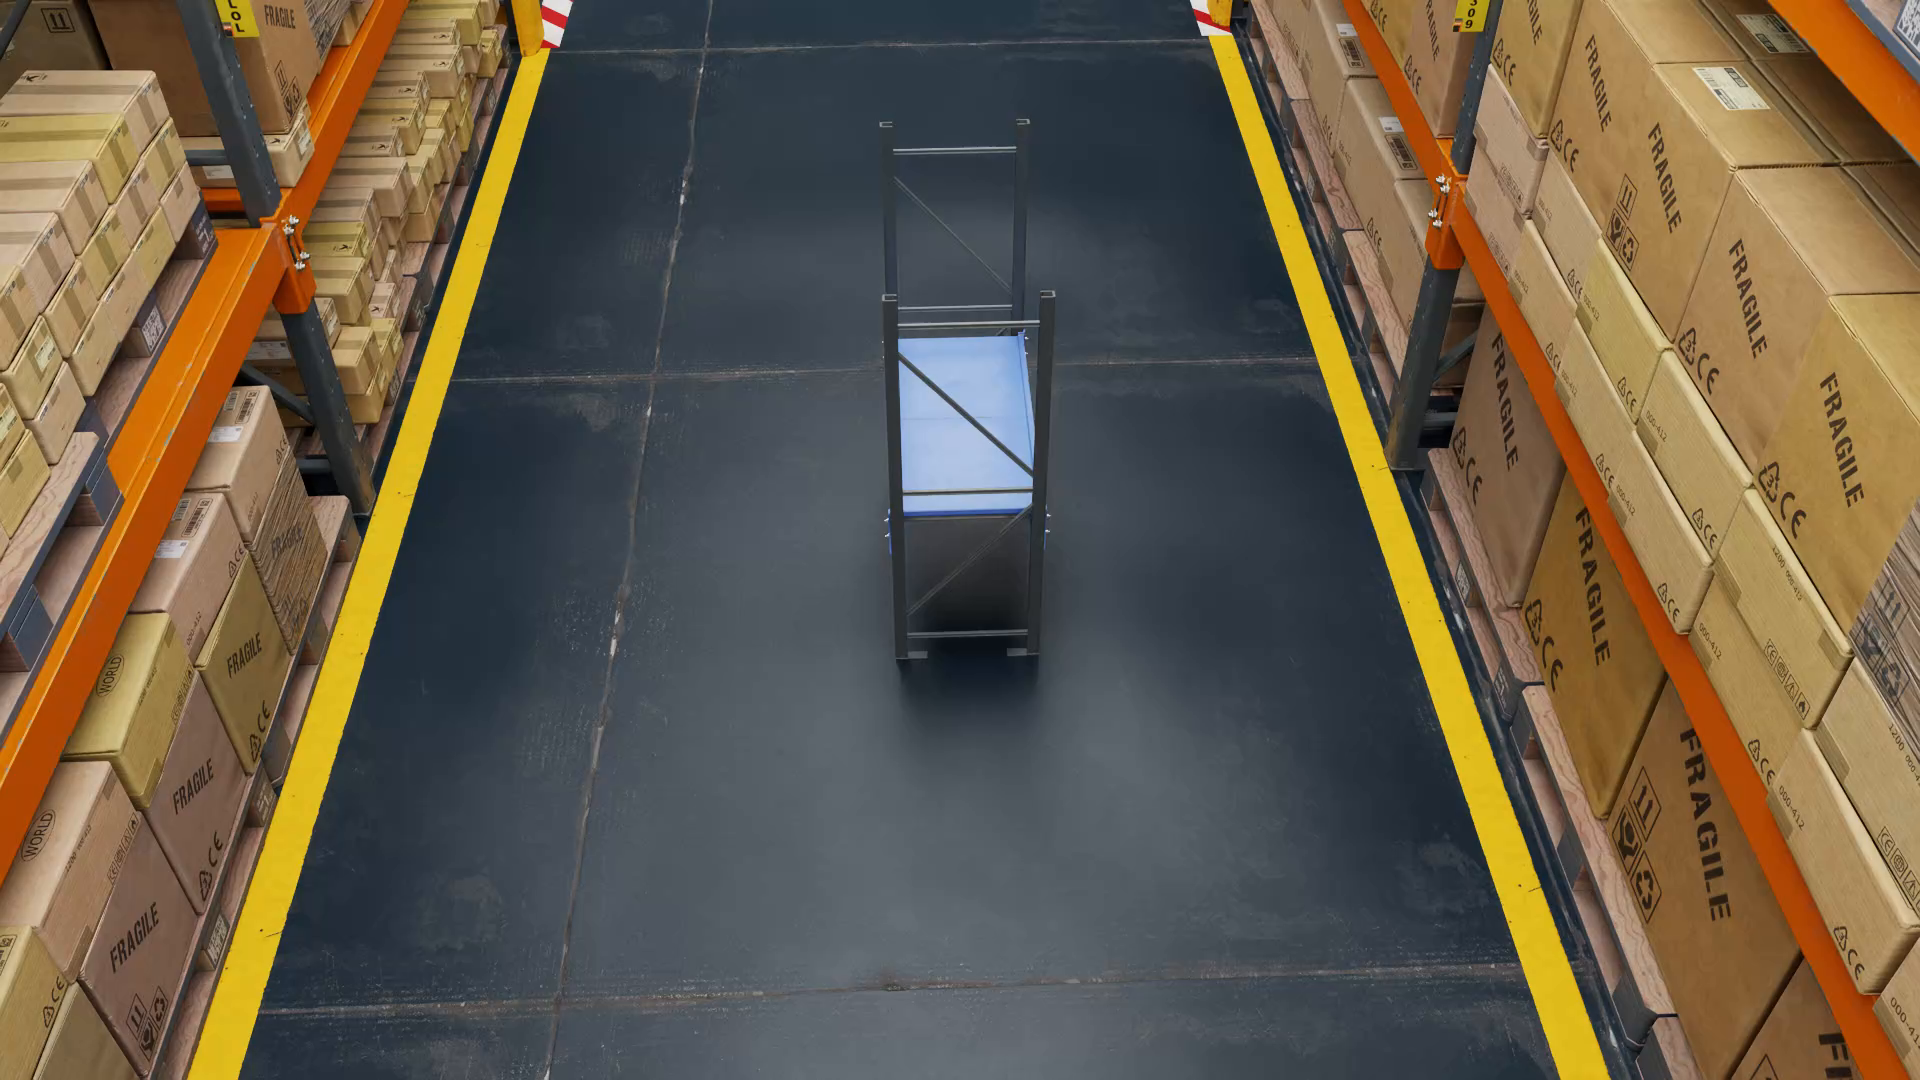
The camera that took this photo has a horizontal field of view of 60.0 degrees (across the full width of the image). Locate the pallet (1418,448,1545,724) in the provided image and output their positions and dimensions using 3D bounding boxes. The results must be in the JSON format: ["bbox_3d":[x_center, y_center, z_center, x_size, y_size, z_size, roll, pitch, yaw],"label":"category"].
[{"bbox_3d":[2.298,0.118,5.965,1.003,0.211,1.213,-2,43,-2],"label":"pallet"}]

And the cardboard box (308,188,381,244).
[{"bbox_3d":[-2.606,-1.312,6.820,0.380,0.149,0.250,-3,43,-3],"label":"cardboard box"}]

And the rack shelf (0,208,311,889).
[{"bbox_3d":[-2.667,0.397,4.129,1.077,0.370,4.000,-2,43,-2],"label":"rack shelf"}]

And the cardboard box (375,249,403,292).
[{"bbox_3d":[-2.581,-1.093,7.021,0.380,0.149,0.250,-2,43,-3],"label":"cardboard box"}]

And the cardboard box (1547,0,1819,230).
[{"bbox_3d":[1.970,-1.186,4.510,0.500,0.500,0.500,-2,43,-2],"label":"cardboard box"}]

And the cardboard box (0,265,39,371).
[{"bbox_3d":[-2.500,-0.535,4.049,0.380,0.149,0.250,-3,43,-3],"label":"cardboard box"}]

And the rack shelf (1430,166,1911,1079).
[{"bbox_3d":[2.275,0.187,4.358,1.077,0.370,4.000,-2,43,-2],"label":"rack shelf"}]

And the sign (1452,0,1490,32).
[{"bbox_3d":[1.635,-1.760,5.250,0.100,0.325,0.005,-2,43,-2],"label":"sign"}]

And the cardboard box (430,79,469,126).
[{"bbox_3d":[-2.555,-2.084,7.882,0.380,0.149,0.250,-1,43,-1],"label":"cardboard box"}]

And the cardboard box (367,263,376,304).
[{"bbox_3d":[-2.594,-1.017,6.719,0.380,0.149,0.250,-2,43,-2],"label":"cardboard box"}]

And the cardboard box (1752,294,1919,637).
[{"bbox_3d":[2.032,-0.156,3.387,0.500,0.500,0.500,-2,43,-2],"label":"cardboard box"}]

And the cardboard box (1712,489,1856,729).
[{"bbox_3d":[2.017,0.132,3.627,0.500,0.250,0.500,-3,43,-3],"label":"cardboard box"}]

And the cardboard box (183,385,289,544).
[{"bbox_3d":[-2.467,-0.232,5.268,0.500,0.250,0.500,-3,43,-3],"label":"cardboard box"}]

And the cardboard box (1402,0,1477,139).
[{"bbox_3d":[1.915,-1.771,5.888,0.500,0.500,0.500,-1,43,-1],"label":"cardboard box"}]

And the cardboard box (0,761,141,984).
[{"bbox_3d":[-2.399,0.823,4.116,0.500,0.250,0.500,-1,43,-1],"label":"cardboard box"}]

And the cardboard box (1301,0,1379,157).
[{"bbox_3d":[2.195,-2.279,8.101,0.875,0.438,0.875,-1,43,-1],"label":"cardboard box"}]

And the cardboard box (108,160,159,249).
[{"bbox_3d":[-2.525,-0.949,4.720,0.380,0.149,0.250,-1,43,-2],"label":"cardboard box"}]

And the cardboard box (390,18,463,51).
[{"bbox_3d":[-2.607,-2.372,7.977,0.380,0.149,0.250,-3,43,-4],"label":"cardboard box"}]

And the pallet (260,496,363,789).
[{"bbox_3d":[-2.717,0.336,5.728,1.003,0.211,1.213,-2,43,-2],"label":"pallet"}]

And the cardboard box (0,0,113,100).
[{"bbox_3d":[-3.054,-1.683,5.572,0.500,0.500,0.500,-2,43,-2],"label":"cardboard box"}]

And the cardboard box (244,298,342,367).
[{"bbox_3d":[-2.559,-0.780,6.239,0.380,0.149,0.250,0,43,0],"label":"cardboard box"}]

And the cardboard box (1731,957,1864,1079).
[{"bbox_3d":[2.413,1.432,3.730,0.875,0.875,0.875,-2,43,-2],"label":"cardboard box"}]

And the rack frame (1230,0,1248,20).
[{"bbox_3d":[2.020,-4.129,8.534,1.000,3.000,0.127,-2,43,-2],"label":"rack frame"}]

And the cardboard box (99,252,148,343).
[{"bbox_3d":[-2.517,-0.674,4.641,0.380,0.149,0.250,-2,43,-2],"label":"cardboard box"}]

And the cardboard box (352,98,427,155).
[{"bbox_3d":[-2.600,-1.835,7.391,0.380,0.149,0.250,-1,43,-2],"label":"cardboard box"}]

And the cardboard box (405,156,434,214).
[{"bbox_3d":[-2.538,-1.558,7.309,0.380,0.149,0.250,-2,43,-2],"label":"cardboard box"}]

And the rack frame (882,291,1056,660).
[{"bbox_3d":[0.025,-0.152,5.306,0.500,1.500,0.032,-2,43,-2],"label":"rack frame"}]

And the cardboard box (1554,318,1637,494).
[{"bbox_3d":[1.974,-0.373,4.548,0.500,0.250,0.500,-2,43,-2],"label":"cardboard box"}]

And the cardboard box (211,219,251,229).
[{"bbox_3d":[-3.028,-1.290,6.797,0.380,0.149,0.250,0,43,0],"label":"cardboard box"}]

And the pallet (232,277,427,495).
[{"bbox_3d":[-2.816,-0.642,6.795,1.003,0.211,1.213,-2,43,-2],"label":"pallet"}]

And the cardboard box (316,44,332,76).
[{"bbox_3d":[-2.591,-1.860,6.246,0.380,0.149,0.250,-3,43,-4],"label":"cardboard box"}]

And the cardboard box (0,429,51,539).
[{"bbox_3d":[-2.479,-0.138,4.056,0.380,0.149,0.250,0,43,0],"label":"cardboard box"}]

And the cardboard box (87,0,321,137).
[{"bbox_3d":[-2.521,-1.706,5.597,0.500,0.500,0.500,-2,43,-3],"label":"cardboard box"}]

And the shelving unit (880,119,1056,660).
[{"bbox_3d":[0.004,-0.495,5.680,0.538,1.500,1.048,-2,43,-2],"label":"shelving unit"}]

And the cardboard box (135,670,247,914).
[{"bbox_3d":[-2.430,0.734,4.769,0.500,0.500,0.500,-3,43,-3],"label":"cardboard box"}]

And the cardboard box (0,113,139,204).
[{"bbox_3d":[-2.527,-1.053,4.613,0.380,0.149,0.250,-3,43,-3],"label":"cardboard box"}]

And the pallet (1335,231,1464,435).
[{"bbox_3d":[2.235,-0.916,7.093,1.003,0.211,1.213,-2,43,-2],"label":"pallet"}]

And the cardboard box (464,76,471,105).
[{"bbox_3d":[-2.630,-2.155,8.180,0.380,0.149,0.250,-1,43,-1],"label":"cardboard box"}]

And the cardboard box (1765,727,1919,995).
[{"bbox_3d":[2.041,0.649,3.433,0.500,0.250,0.500,-1,43,-1],"label":"cardboard box"}]

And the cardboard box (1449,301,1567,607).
[{"bbox_3d":[2.296,-0.384,5.710,0.875,0.875,0.875,0,43,0],"label":"cardboard box"}]

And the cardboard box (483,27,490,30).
[{"bbox_3d":[-2.691,-2.673,8.745,0.380,0.149,0.250,-1,43,-1],"label":"cardboard box"}]

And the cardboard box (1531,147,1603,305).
[{"bbox_3d":[1.977,-0.901,4.754,0.500,0.250,0.500,-1,43,-1],"label":"cardboard box"}]

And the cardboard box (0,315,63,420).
[{"bbox_3d":[-2.492,-0.421,4.145,0.380,0.149,0.250,-4,43,-4],"label":"cardboard box"}]

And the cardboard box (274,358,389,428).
[{"bbox_3d":[-2.446,-0.577,6.458,0.380,0.149,0.250,-3,43,-4],"label":"cardboard box"}]
